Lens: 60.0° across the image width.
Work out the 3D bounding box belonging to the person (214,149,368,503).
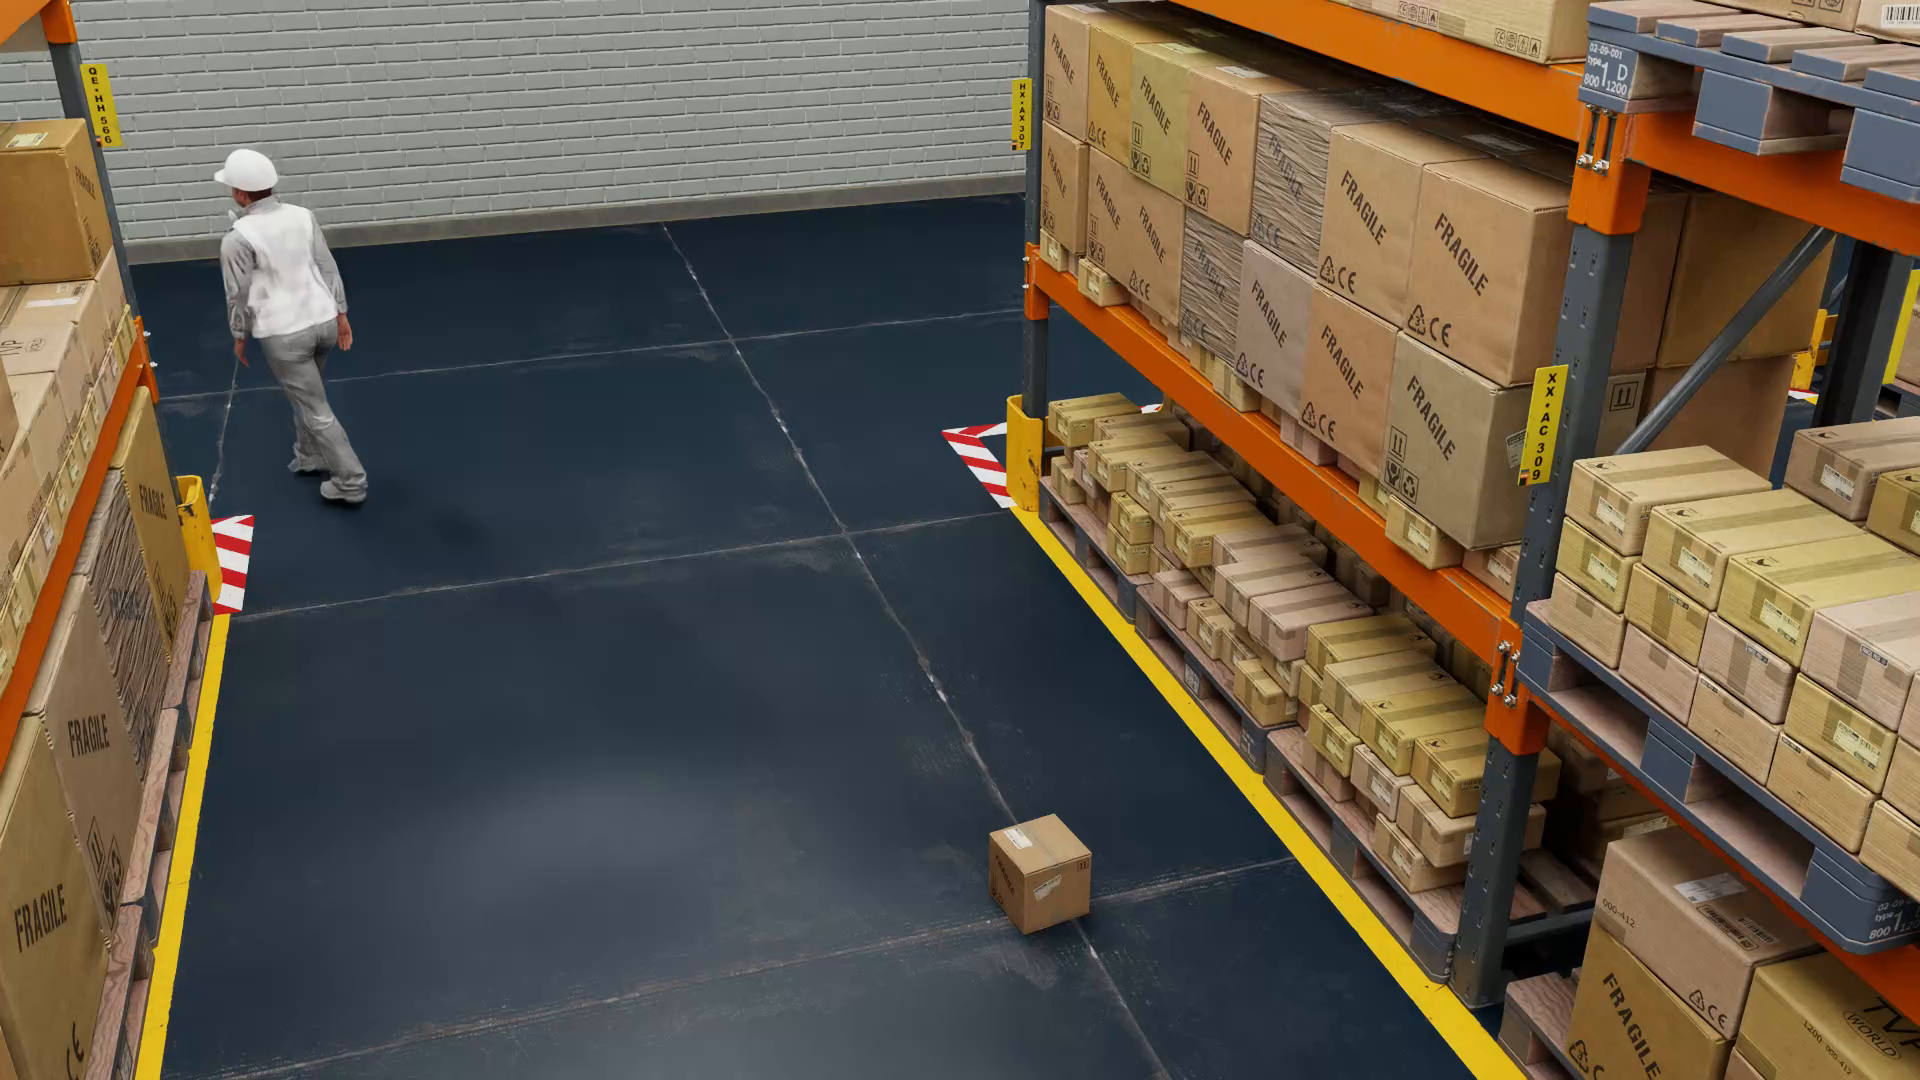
[{"bbox_3d":[-3.325,-1.029,8.206,0.788,1.800,0.546,12,29,23],"label":"person"}]
